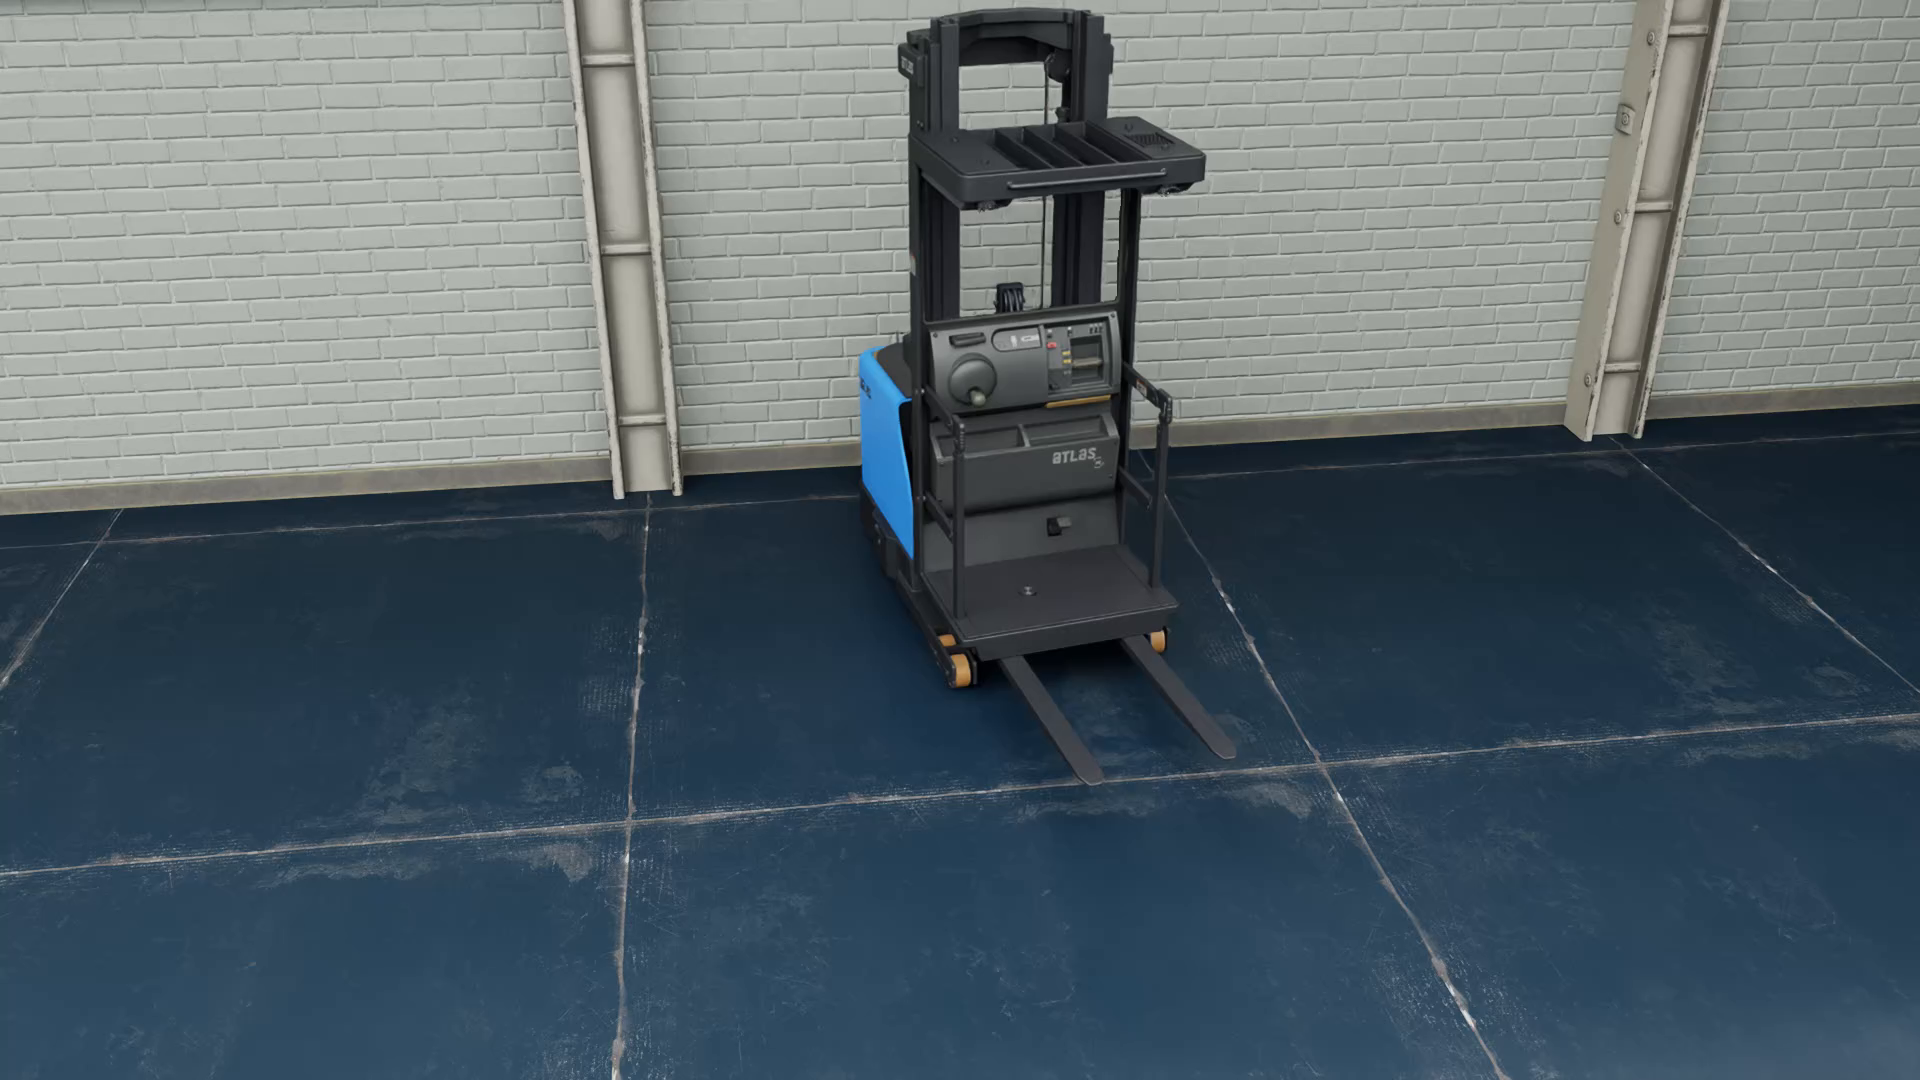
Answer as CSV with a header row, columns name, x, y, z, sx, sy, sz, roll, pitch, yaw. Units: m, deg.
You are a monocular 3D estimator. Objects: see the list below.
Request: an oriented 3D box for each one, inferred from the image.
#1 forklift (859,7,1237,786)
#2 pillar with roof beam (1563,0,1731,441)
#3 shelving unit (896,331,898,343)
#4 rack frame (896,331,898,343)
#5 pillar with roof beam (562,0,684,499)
name,x,y,z,sx,sy,sz,roll,pitch,yaw
forklift,0.382,-0.806,7.610,1.130,2.935,3.031,-8,28,-16
pillar with roof beam,4.696,-2.760,4.773,0.400,9.000,9.100,-4,27,-7
shelving unit,-0.203,-0.667,9.400,0.252,1.050,0.215,-9,28,-17
rack frame,-0.319,-0.649,9.365,0.008,1.050,0.200,-9,28,-17
pillar with roof beam,-1.245,-2.379,4.029,0.400,9.000,9.100,-4,27,-7
